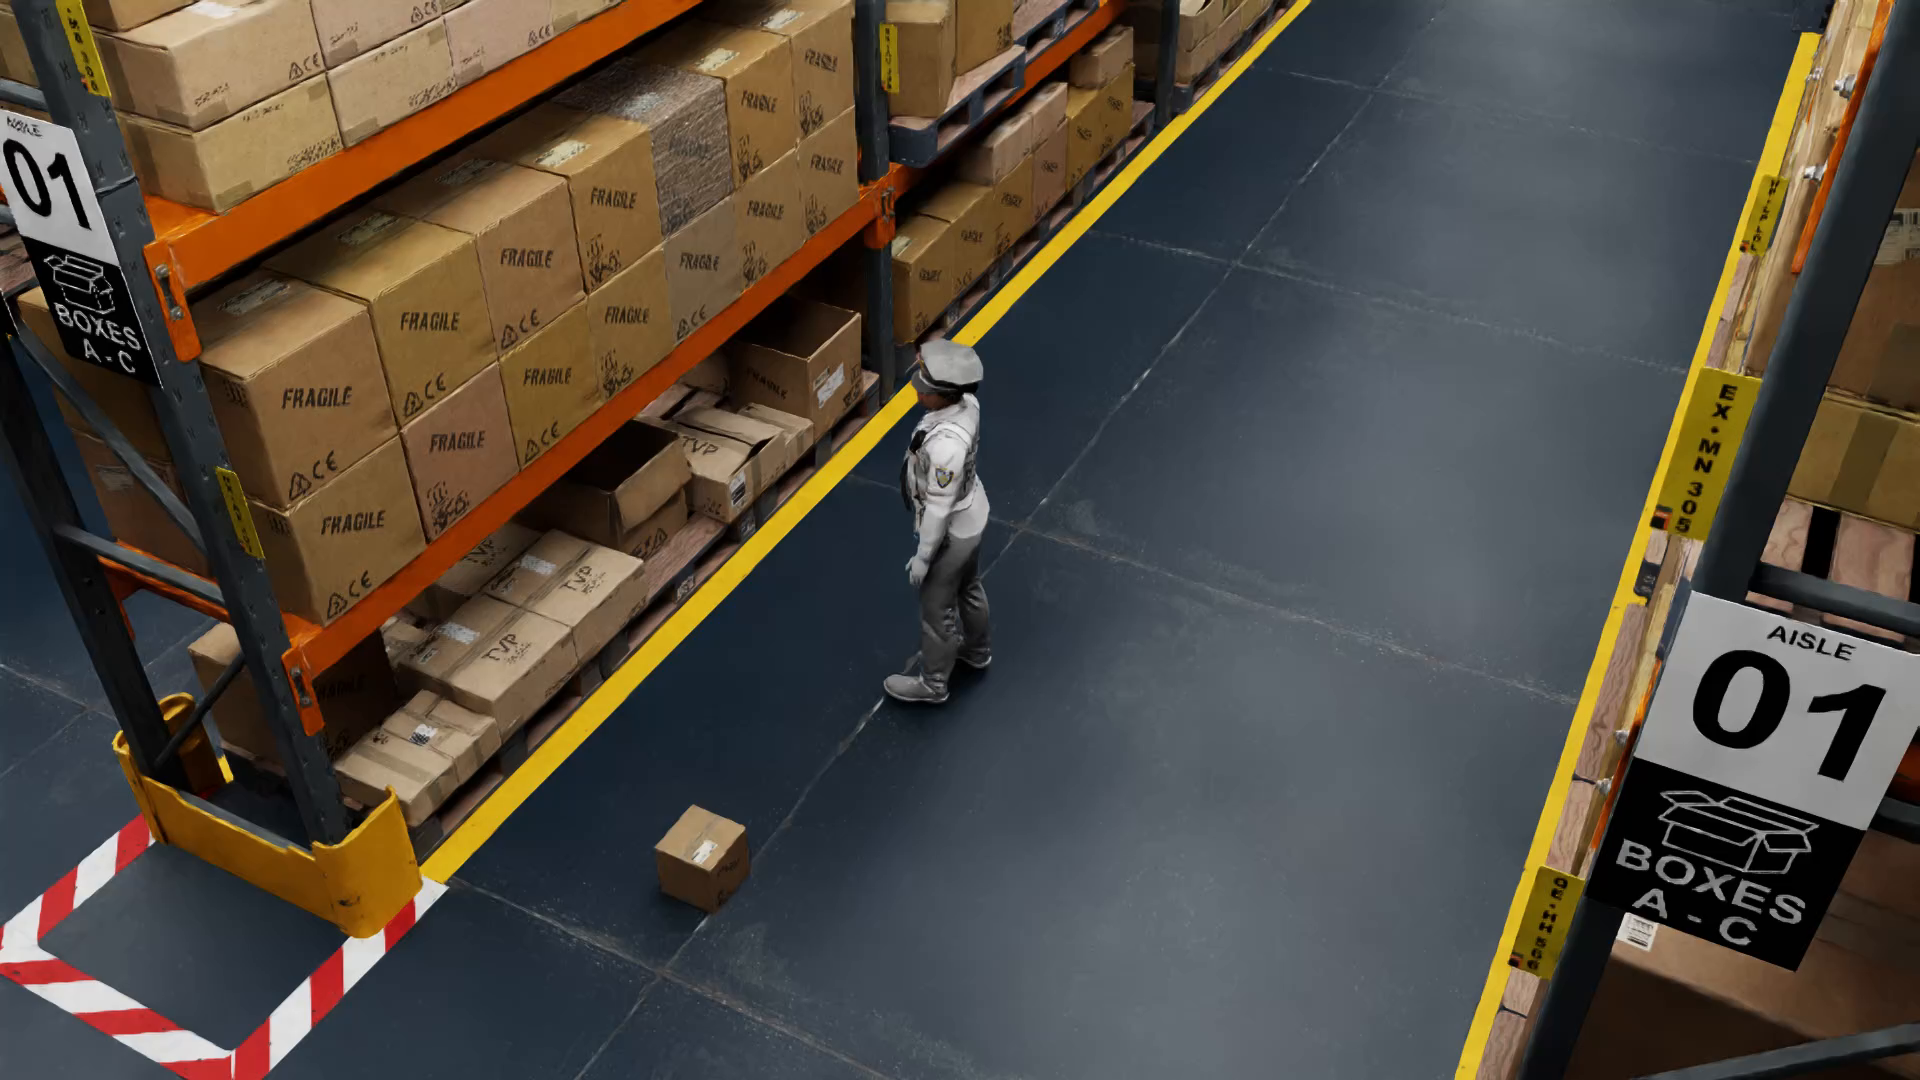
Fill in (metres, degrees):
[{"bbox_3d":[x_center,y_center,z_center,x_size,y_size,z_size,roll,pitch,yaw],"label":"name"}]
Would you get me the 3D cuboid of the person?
[{"bbox_3d":[-0.096,-0.056,6.764,0.430,1.686,0.540,6,39,8],"label":"person"}]
